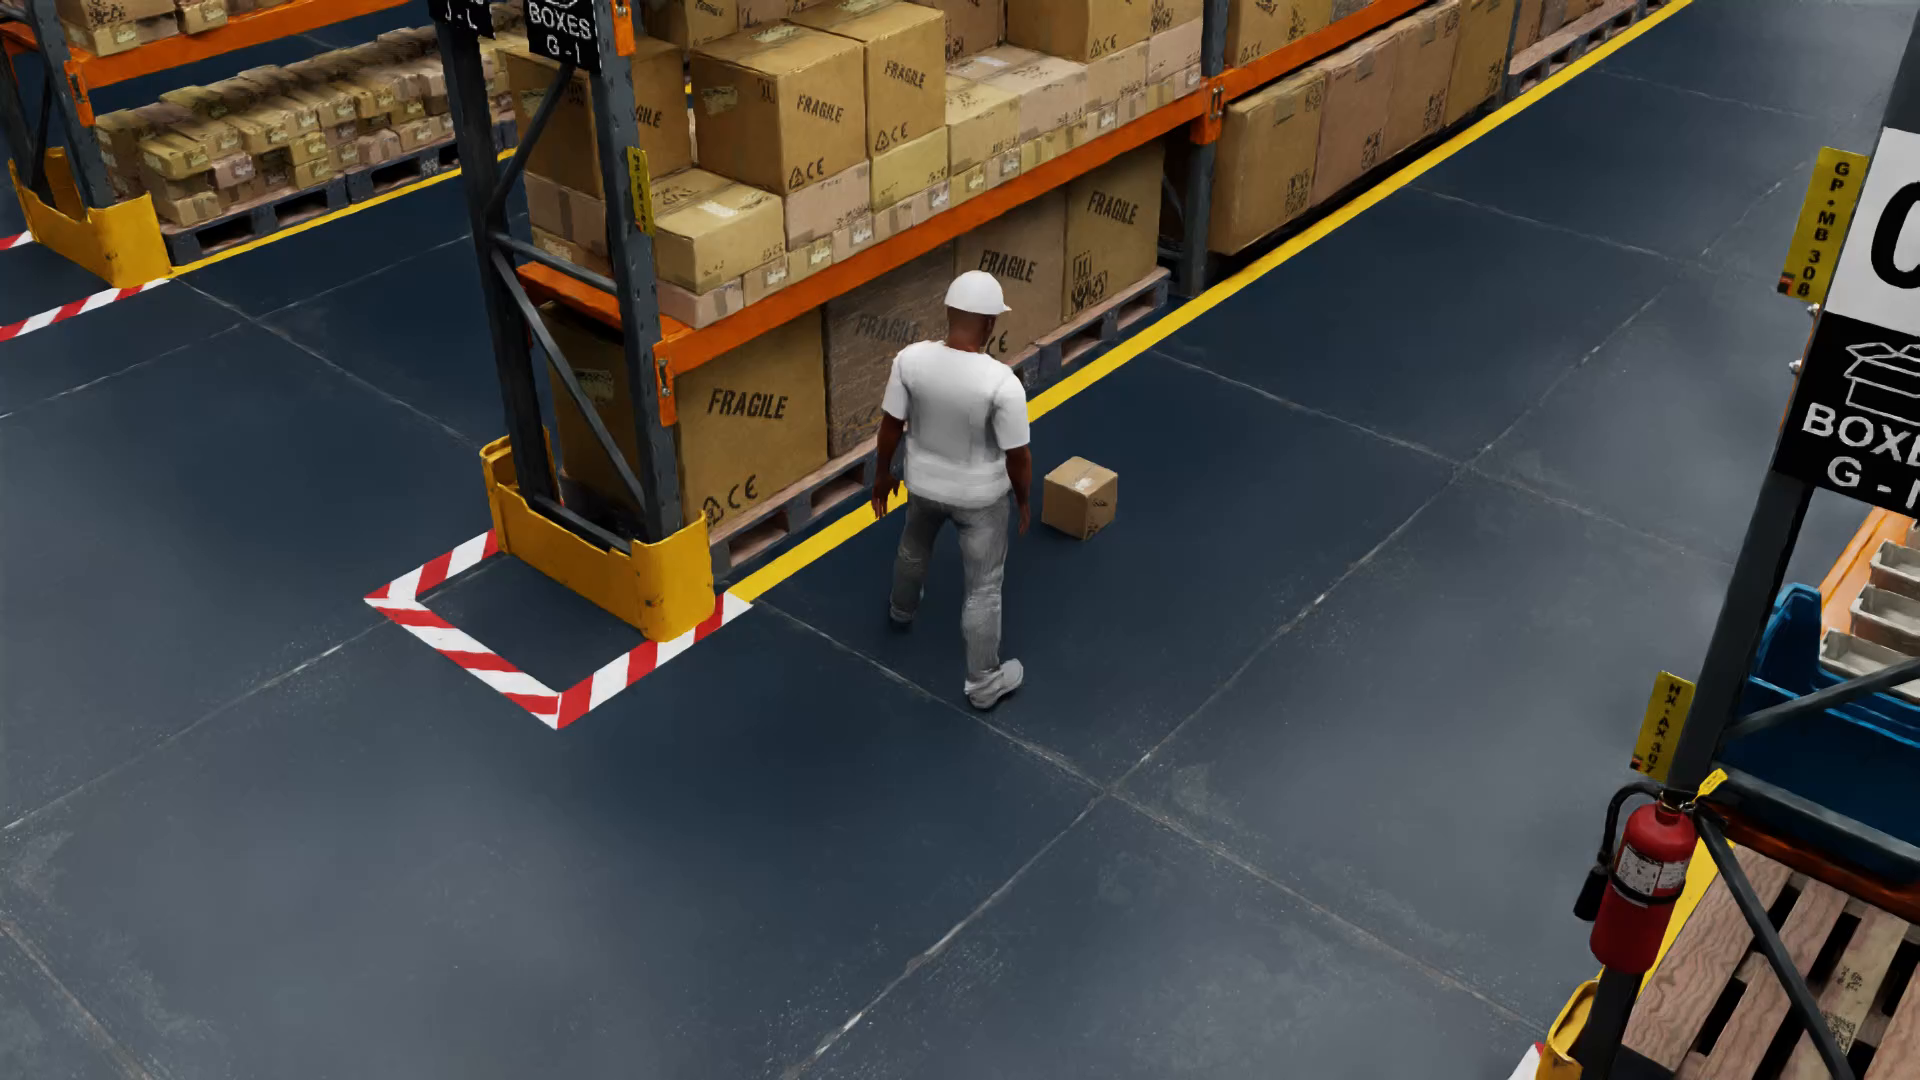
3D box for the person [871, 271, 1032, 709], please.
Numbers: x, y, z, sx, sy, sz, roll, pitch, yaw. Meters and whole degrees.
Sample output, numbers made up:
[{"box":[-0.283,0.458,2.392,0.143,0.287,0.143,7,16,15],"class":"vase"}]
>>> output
[{"box":[-0.042,-0.265,6.490,0.759,1.743,0.646,16,38,22],"class":"person"}]
